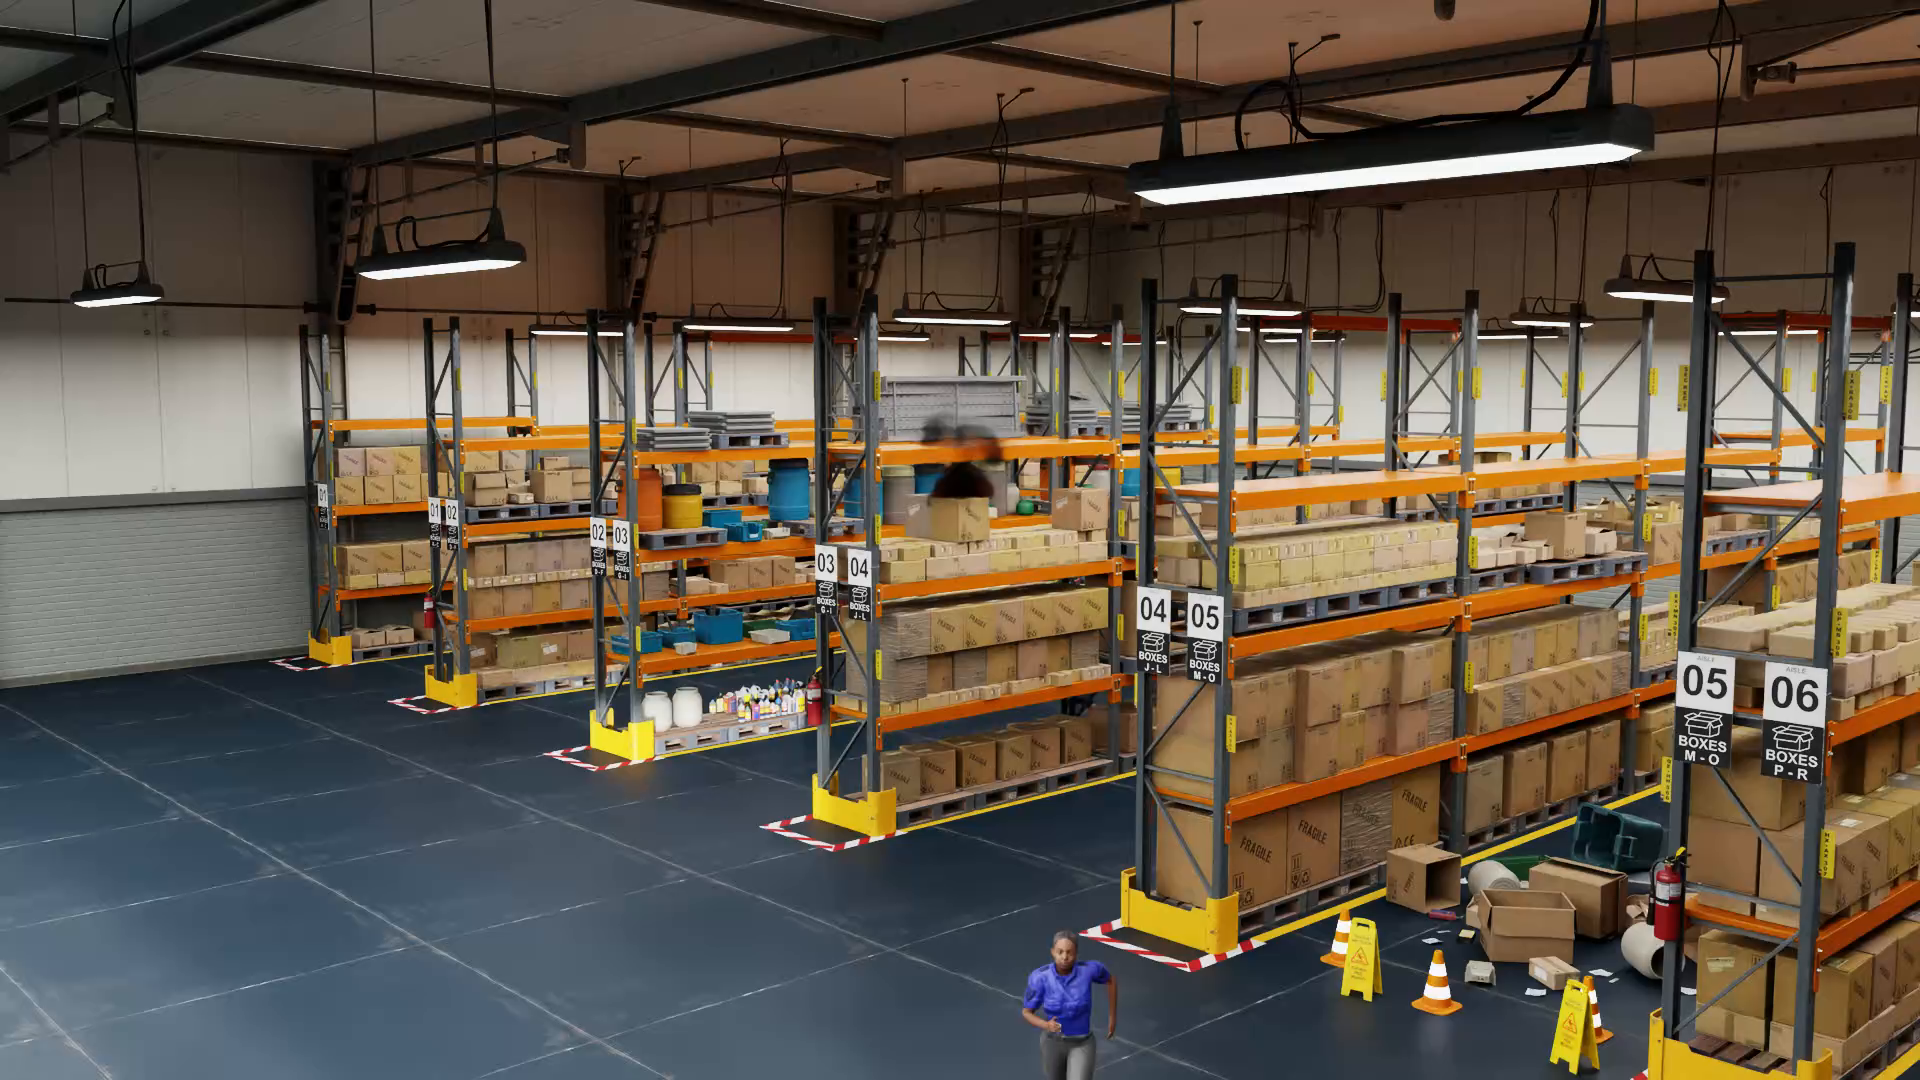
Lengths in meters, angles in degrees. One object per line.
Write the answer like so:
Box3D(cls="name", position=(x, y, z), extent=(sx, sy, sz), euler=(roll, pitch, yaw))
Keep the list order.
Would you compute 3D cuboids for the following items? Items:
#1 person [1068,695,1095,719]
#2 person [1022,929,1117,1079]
Box3D(cls="person", position=(1.698, 1.970, 23.901), extent=(0.813, 1.587, 0.546), euler=(-6, 8, -45))
Box3D(cls="person", position=(0.699, 3.282, 10.655), extent=(0.599, 1.680, 0.828), euler=(1, 6, 6))
